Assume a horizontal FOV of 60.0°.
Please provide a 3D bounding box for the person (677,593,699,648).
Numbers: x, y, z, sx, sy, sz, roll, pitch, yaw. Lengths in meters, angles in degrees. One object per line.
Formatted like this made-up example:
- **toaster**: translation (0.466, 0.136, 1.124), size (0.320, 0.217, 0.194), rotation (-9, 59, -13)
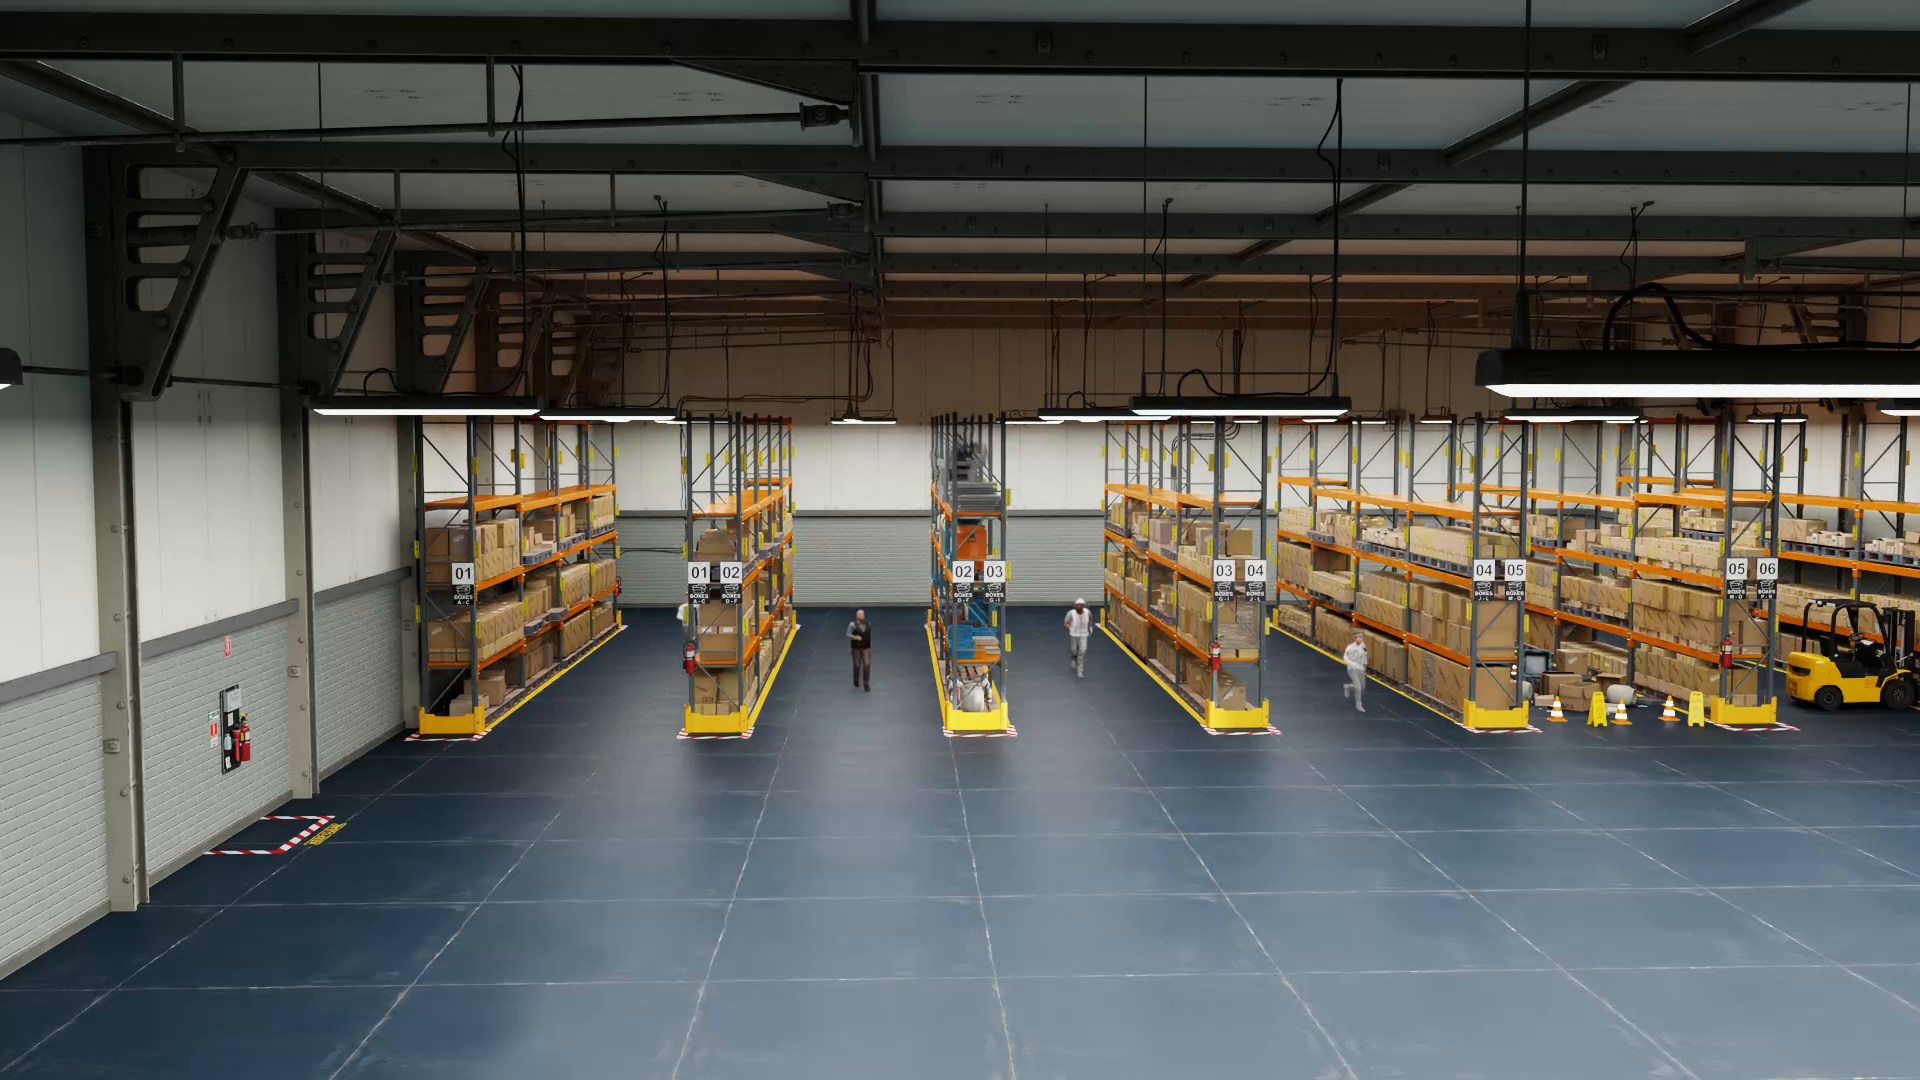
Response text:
- **person**: translation (-6.578, 2.128, 40.394), size (0.562, 1.715, 0.857), rotation (0, 4, -1)

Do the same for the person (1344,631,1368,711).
- **person**: translation (8.003, 2.635, 33.666), size (0.648, 1.650, 0.661), rotation (-2, 4, -27)

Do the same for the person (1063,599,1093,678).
- **person**: translation (2.730, 2.224, 38.364), size (0.700, 1.773, 1.032), rotation (0, 4, -7)

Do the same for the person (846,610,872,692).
- **person**: translation (-2.179, 2.402, 36.207), size (0.640, 1.768, 0.791), rotation (-1, 4, -14)

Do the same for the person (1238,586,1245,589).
- **person**: translation (7.736, 1.706, 47.717), size (0.841, 1.593, 0.480), rotation (3, 5, 35)
